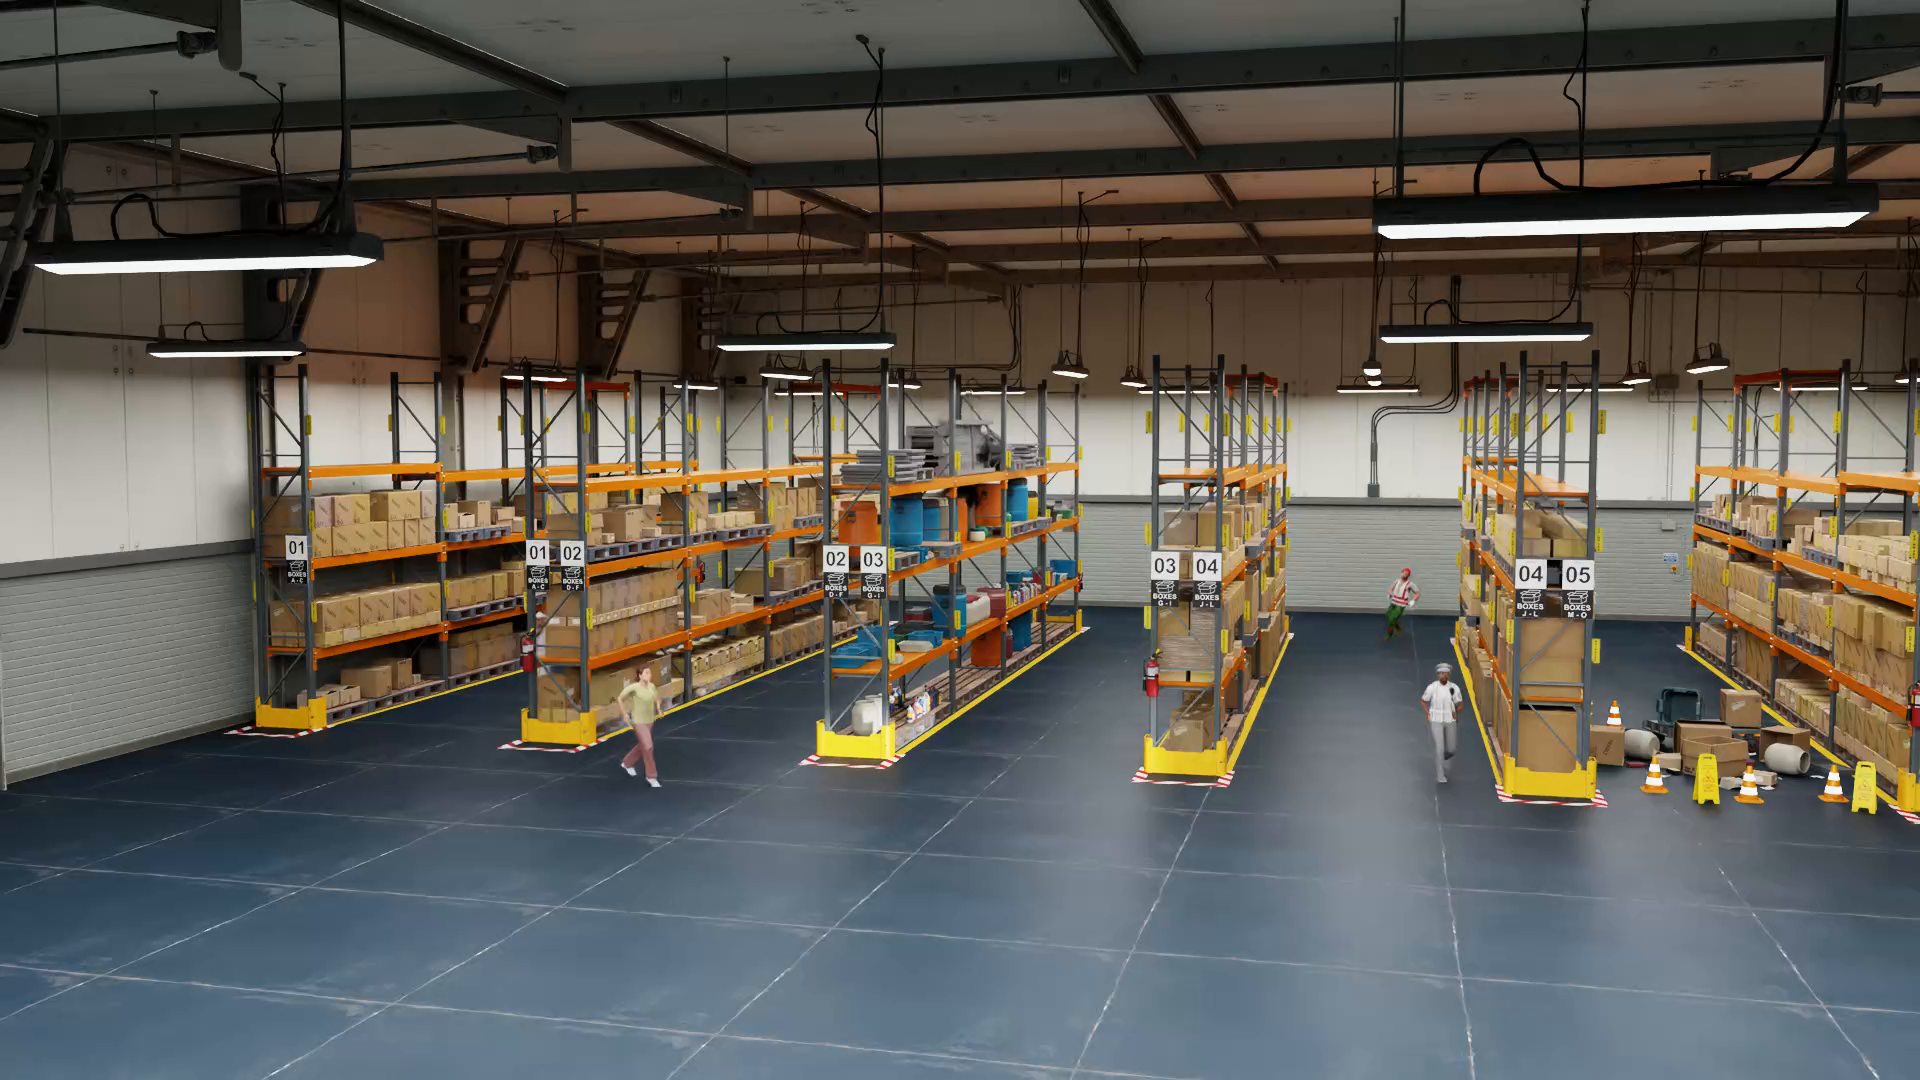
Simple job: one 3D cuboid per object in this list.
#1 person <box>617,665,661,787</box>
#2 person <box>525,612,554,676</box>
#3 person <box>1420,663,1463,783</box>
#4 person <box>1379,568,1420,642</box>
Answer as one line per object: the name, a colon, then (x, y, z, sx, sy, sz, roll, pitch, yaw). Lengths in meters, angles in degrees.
person: (-4.471, 2.602, 23.261, 0.867, 1.704, 0.588, 3, 5, 37)
person: (-7.338, 2.124, 29.008, 0.661, 1.746, 0.572, 1, 4, 15)
person: (6.803, 2.554, 23.475, 0.580, 1.655, 0.672, 1, 4, 9)
person: (10.089, 1.504, 38.263, 0.831, 1.718, 0.731, -3, 5, -34)
